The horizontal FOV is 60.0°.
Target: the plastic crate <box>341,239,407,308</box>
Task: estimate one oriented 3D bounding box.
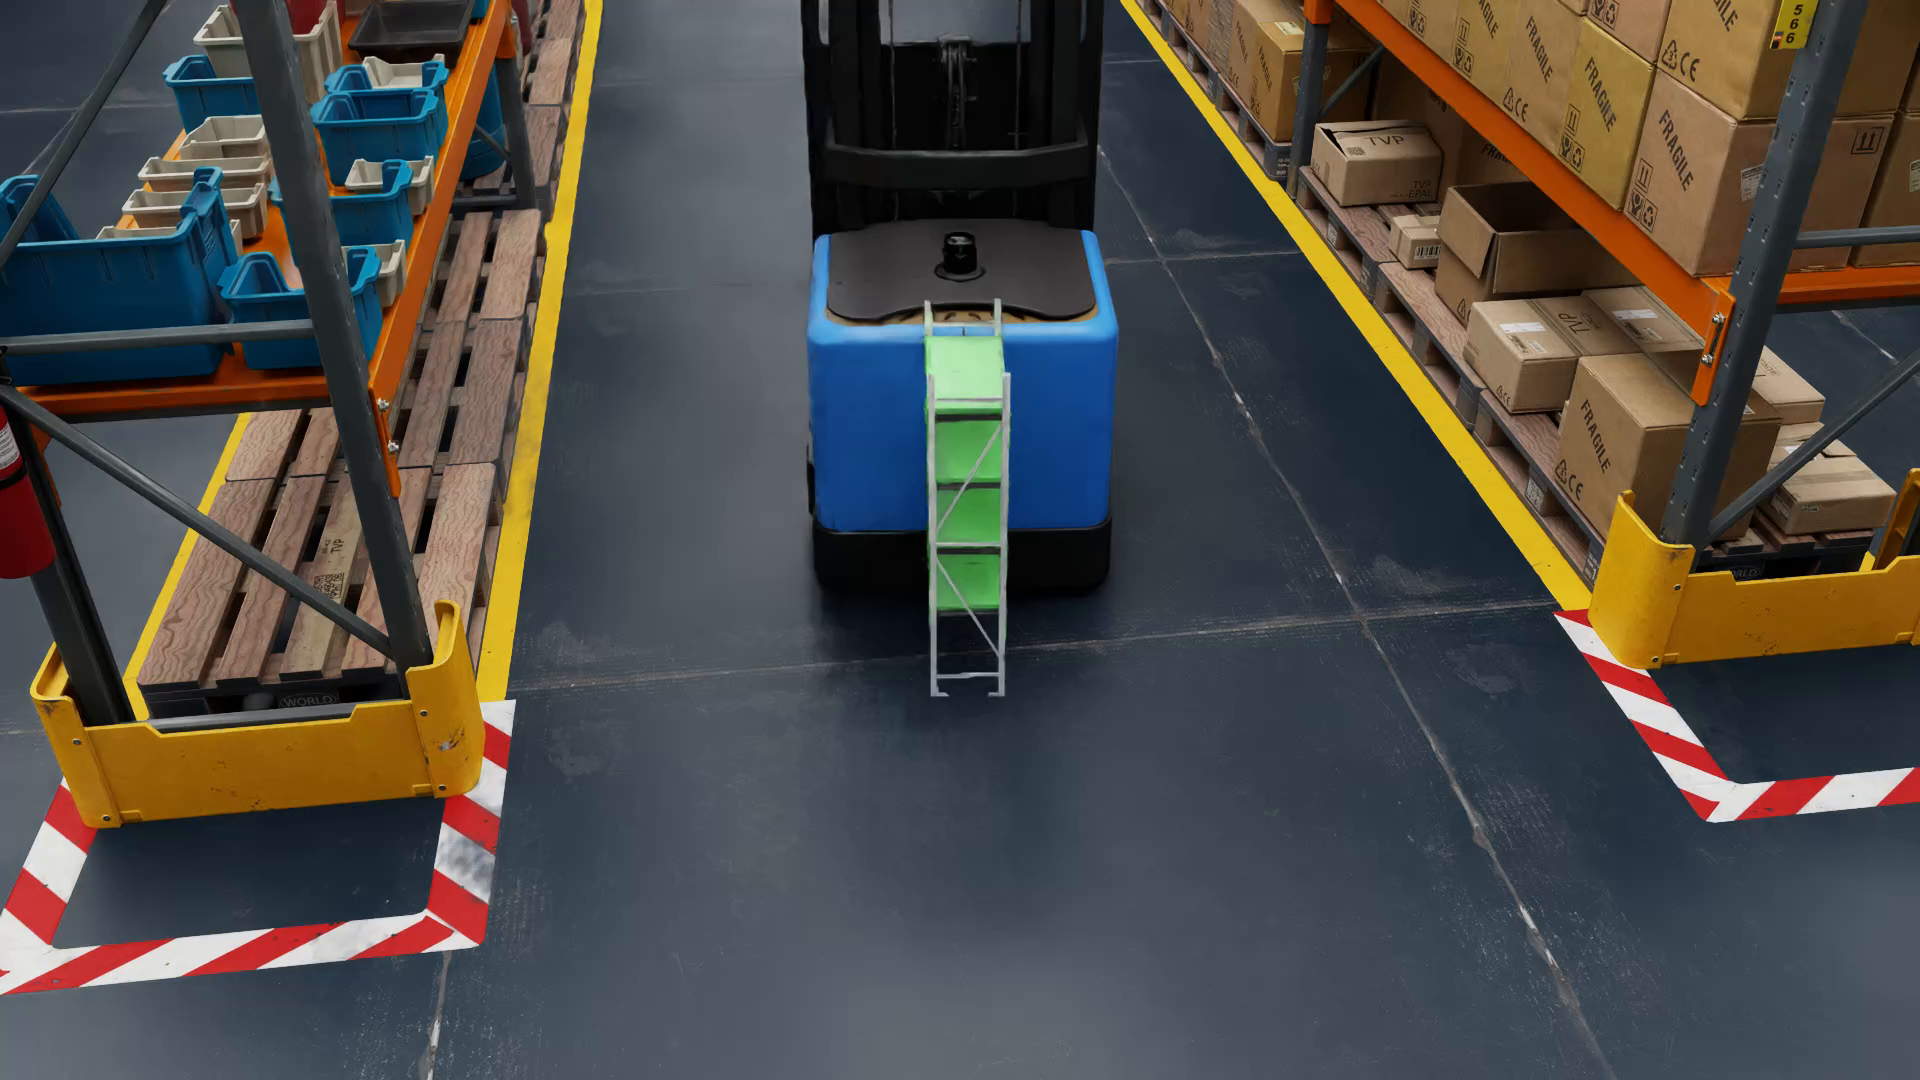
[{"bbox_3d":[-1.770,-0.786,4.921,0.250,0.136,0.298,-4,35,-6],"label":"plastic crate"}]

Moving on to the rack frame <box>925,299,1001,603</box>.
[{"bbox_3d":[0.010,-0.258,5.563,0.240,1.200,0.015,-1,34,-2],"label":"rack frame"}]

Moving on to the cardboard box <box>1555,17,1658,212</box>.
[{"bbox_3d":[2.404,-1.455,5.633,0.500,0.500,0.500,-4,34,-6],"label":"cardboard box"}]

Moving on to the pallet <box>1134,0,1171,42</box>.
[{"bbox_3d":[1.794,-3.788,11.621,1.003,0.211,1.213,-4,35,-6],"label":"pallet"}]

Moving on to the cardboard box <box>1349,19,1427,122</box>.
[{"bbox_3d":[2.445,-2.565,9.179,0.500,0.500,0.500,-6,35,-9],"label":"cardboard box"}]

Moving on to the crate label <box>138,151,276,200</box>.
[{"bbox_3d":[-2.478,-1.196,5.522,0.396,0.136,0.243,-4,35,-6],"label":"crate label"}]

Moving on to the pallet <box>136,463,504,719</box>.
[{"bbox_3d":[-2.175,0.167,5.818,1.003,0.211,1.213,-4,35,-6],"label":"pallet"}]

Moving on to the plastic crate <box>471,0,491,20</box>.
[{"bbox_3d":[-2.239,-2.538,7.272,0.392,0.384,0.575,-4,35,-6],"label":"plastic crate"}]

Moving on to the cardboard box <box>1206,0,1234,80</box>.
[{"bbox_3d":[1.793,-3.087,9.945,0.500,0.500,0.500,-4,34,-6],"label":"cardboard box"}]

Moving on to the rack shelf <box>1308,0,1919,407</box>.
[{"bbox_3d":[2.538,-1.714,6.741,1.077,0.370,4.000,-4,35,-6],"label":"rack shelf"}]

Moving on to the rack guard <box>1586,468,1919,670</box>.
[{"bbox_3d":[2.797,0.095,5.667,1.175,0.500,0.348,-4,35,-6],"label":"rack guard"}]

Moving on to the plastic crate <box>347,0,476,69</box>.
[{"bbox_3d":[-2.223,-2.061,6.802,0.437,0.125,0.590,-4,35,-6],"label":"plastic crate"}]

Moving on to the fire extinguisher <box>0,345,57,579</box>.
[{"bbox_3d":[-2.532,-0.218,4.306,0.296,0.674,0.183,-4,35,-6],"label":"fire extinguisher"}]

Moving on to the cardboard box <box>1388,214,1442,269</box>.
[{"bbox_3d":[2.237,-1.406,7.775,0.380,0.166,0.250,-4,35,-6],"label":"cardboard box"}]

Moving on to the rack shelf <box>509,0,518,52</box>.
[{"bbox_3d":[-2.909,-3.573,9.469,1.077,0.370,4.000,-4,35,-6],"label":"rack shelf"}]

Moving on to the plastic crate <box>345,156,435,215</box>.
[{"bbox_3d":[-1.861,-1.165,5.476,0.250,0.136,0.298,-4,35,-6],"label":"plastic crate"}]

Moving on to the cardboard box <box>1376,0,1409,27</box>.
[{"bbox_3d":[2.139,-2.578,7.281,0.500,0.500,0.500,-4,34,-6],"label":"cardboard box"}]

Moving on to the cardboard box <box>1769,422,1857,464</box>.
[{"bbox_3d":[3.057,-0.306,6.160,0.380,0.166,0.250,-4,35,-6],"label":"cardboard box"}]

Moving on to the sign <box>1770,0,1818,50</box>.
[{"bbox_3d":[2.254,-1.474,4.440,0.100,0.325,0.005,-4,35,-6],"label":"sign"}]

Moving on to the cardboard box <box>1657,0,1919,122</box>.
[{"bbox_3d":[2.474,-1.578,4.925,0.500,0.500,0.500,-5,35,-7],"label":"cardboard box"}]

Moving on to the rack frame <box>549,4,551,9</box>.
[{"bbox_3d":[-3.178,-4.987,10.904,1.000,3.000,0.127,-4,35,-6],"label":"rack frame"}]

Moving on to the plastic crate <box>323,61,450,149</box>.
[{"bbox_3d":[-2.027,-1.543,5.946,0.416,0.233,0.300,-4,35,-6],"label":"plastic crate"}]

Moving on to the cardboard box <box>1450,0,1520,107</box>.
[{"bbox_3d":[2.274,-2.015,6.455,0.500,0.500,0.500,-5,35,-7],"label":"cardboard box"}]

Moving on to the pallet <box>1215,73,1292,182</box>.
[{"bbox_3d":[2.122,-2.426,9.623,1.003,0.211,1.213,-4,35,-6],"label":"pallet"}]

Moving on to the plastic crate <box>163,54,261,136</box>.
[{"bbox_3d":[-2.632,-1.605,6.036,0.416,0.233,0.300,-4,35,-6],"label":"plastic crate"}]

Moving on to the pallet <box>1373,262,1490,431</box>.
[{"bbox_3d":[2.528,-0.910,7.398,1.003,0.211,1.213,-4,35,-6],"label":"pallet"}]

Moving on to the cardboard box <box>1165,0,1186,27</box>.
[{"bbox_3d":[1.647,-3.661,10.787,0.500,0.500,0.500,-5,35,-7],"label":"cardboard box"}]

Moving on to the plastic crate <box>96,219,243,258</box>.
[{"bbox_3d":[-2.391,-0.880,5.058,0.396,0.136,0.243,-4,35,-6],"label":"plastic crate"}]

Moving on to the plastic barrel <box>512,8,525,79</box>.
[{"bbox_3d":[-2.779,-2.922,9.710,0.421,0.512,0.421,0,34,0],"label":"plastic barrel"}]

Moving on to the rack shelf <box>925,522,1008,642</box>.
[{"bbox_3d":[0.018,0.131,5.533,0.258,0.148,0.480,-1,34,-2],"label":"rack shelf"}]

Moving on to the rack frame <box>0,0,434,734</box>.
[{"bbox_3d":[-2.102,-0.522,4.353,1.000,3.000,0.127,-4,35,-6],"label":"rack frame"}]

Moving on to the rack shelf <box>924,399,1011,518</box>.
[{"bbox_3d":[0.018,-0.266,5.262,0.258,0.148,0.480,-1,34,-2],"label":"rack shelf"}]

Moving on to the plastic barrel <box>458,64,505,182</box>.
[{"bbox_3d":[-2.696,-2.366,8.548,0.600,0.901,0.708,-4,35,-6],"label":"plastic barrel"}]

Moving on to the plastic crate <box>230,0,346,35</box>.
[{"bbox_3d":[-2.769,-2.289,6.835,0.402,0.464,0.583,-4,35,-6],"label":"plastic crate"}]

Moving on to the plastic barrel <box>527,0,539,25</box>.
[{"bbox_3d":[-2.931,-3.552,10.635,0.421,0.512,0.421,0,34,0],"label":"plastic barrel"}]

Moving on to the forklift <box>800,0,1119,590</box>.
[{"bbox_3d":[-0.036,-1.834,6.339,1.130,2.935,3.031,-1,34,-2],"label":"forklift"}]

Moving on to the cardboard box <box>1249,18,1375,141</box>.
[{"bbox_3d":[1.918,-2.530,9.128,0.500,0.500,0.500,-5,35,-7],"label":"cardboard box"}]

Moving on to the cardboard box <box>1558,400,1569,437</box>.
[{"bbox_3d":[2.524,-0.424,6.334,0.380,0.166,0.250,-4,35,-6],"label":"cardboard box"}]

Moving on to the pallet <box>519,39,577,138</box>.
[{"bbox_3d":[-2.870,-2.718,10.051,1.003,0.211,1.213,-4,35,-6],"label":"pallet"}]

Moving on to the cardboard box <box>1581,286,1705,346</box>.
[{"bbox_3d":[2.880,-0.824,6.847,0.500,0.250,0.500,-4,35,-6],"label":"cardboard box"}]

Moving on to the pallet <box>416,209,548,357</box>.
[{"bbox_3d":[-2.503,-1.195,7.816,1.003,0.211,1.213,-4,35,-6],"label":"pallet"}]

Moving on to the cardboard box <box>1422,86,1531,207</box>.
[{"bbox_3d":[2.626,-1.980,8.321,0.500,0.500,0.500,-4,35,-6],"label":"cardboard box"}]

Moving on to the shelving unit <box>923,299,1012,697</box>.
[{"bbox_3d":[0.018,-0.121,5.361,0.258,1.200,0.503,-1,34,-2],"label":"shelving unit"}]

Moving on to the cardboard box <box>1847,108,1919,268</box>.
[{"bbox_3d":[3.008,-1.204,5.265,0.500,0.500,0.500,-4,34,-5],"label":"cardboard box"}]

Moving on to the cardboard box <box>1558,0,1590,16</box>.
[{"bbox_3d":[2.331,-2.148,5.762,0.500,0.500,0.500,-3,34,-5],"label":"cardboard box"}]
